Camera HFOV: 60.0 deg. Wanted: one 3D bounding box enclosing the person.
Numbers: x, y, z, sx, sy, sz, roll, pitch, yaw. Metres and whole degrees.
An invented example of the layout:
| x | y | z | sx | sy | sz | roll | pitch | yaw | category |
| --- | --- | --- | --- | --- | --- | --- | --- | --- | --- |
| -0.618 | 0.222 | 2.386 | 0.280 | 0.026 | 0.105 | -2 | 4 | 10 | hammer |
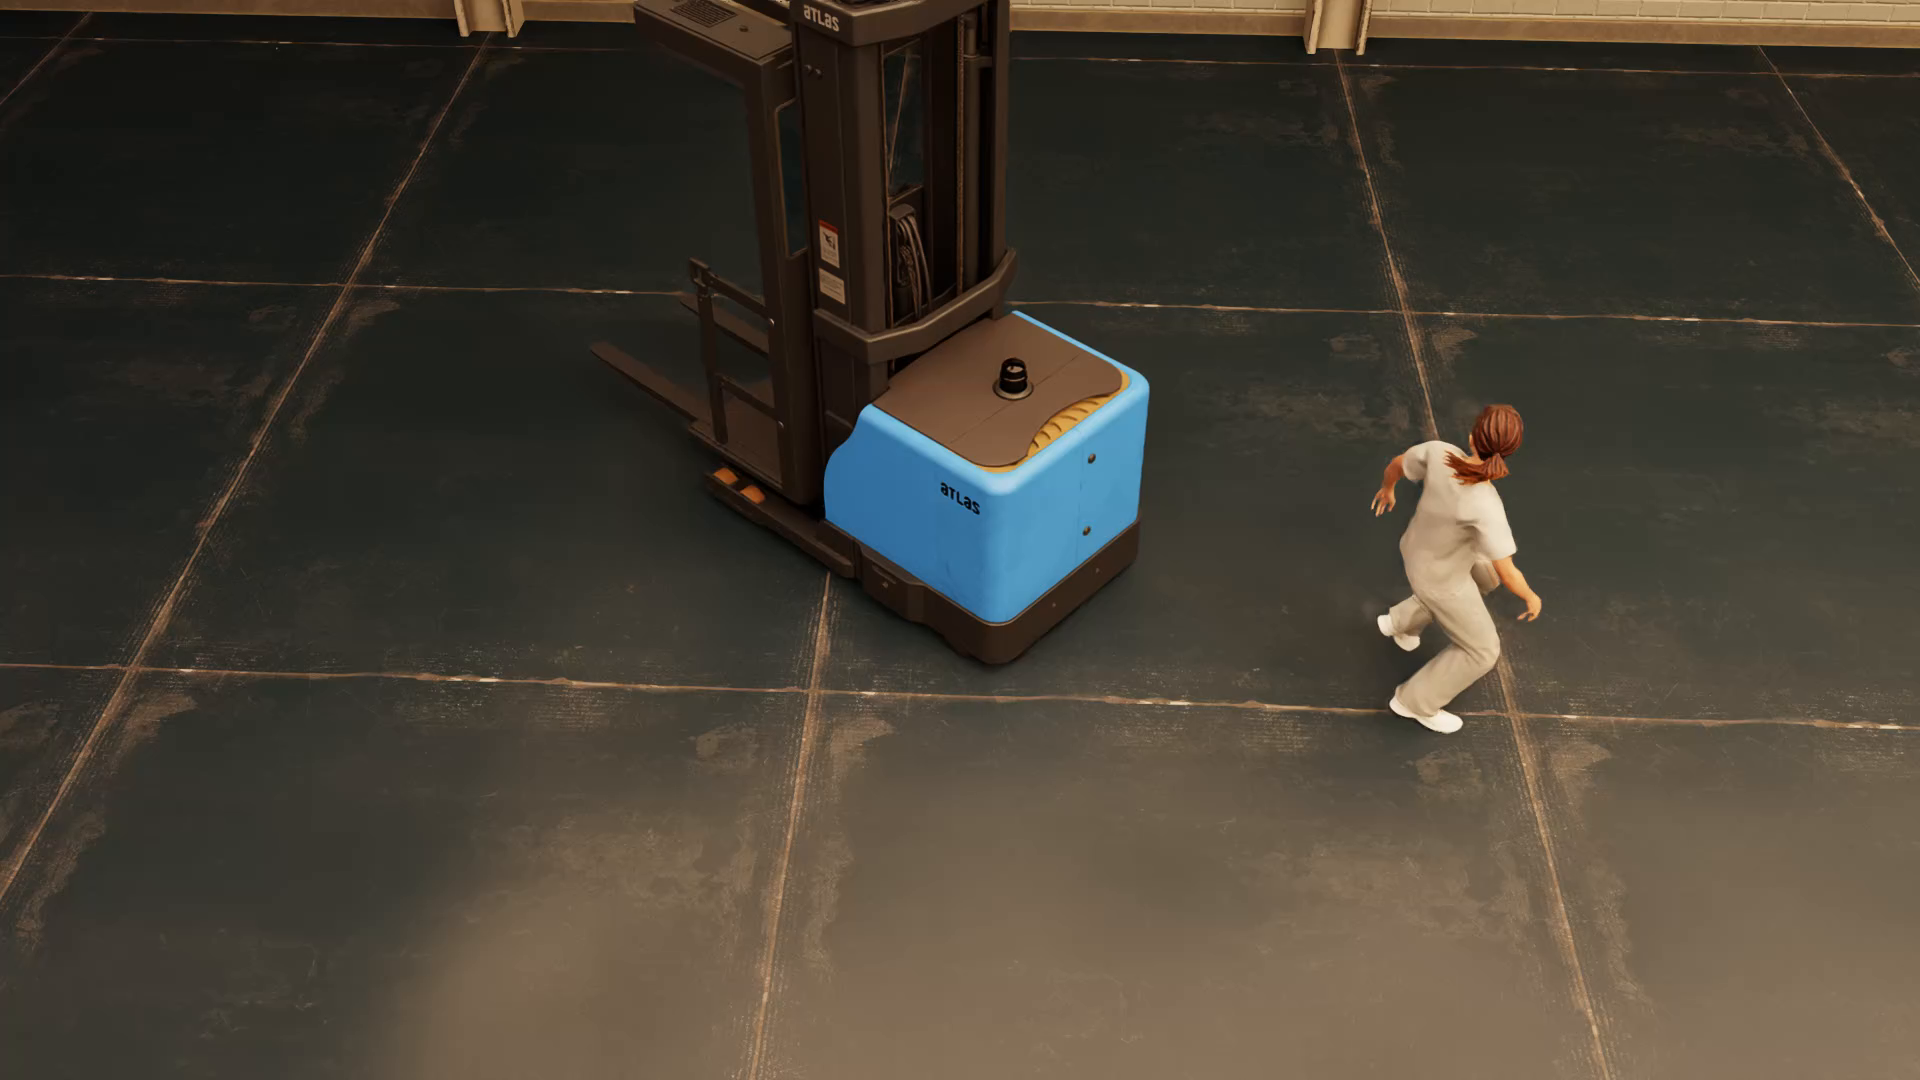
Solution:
| x | y | z | sx | sy | sz | roll | pitch | yaw | category |
| --- | --- | --- | --- | --- | --- | --- | --- | --- | --- |
| 1.995 | 0.069 | 6.680 | 0.545 | 1.575 | 0.705 | -2 | 42 | -2 | person |

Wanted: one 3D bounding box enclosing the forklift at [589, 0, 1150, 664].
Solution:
| x | y | z | sx | sy | sz | roll | pitch | yaw | category |
| --- | --- | --- | --- | --- | --- | --- | --- | --- | --- |
| -0.601 | -1.410 | 7.287 | 3.031 | 2.935 | 1.130 | 32 | 51 | 30 | forklift |
